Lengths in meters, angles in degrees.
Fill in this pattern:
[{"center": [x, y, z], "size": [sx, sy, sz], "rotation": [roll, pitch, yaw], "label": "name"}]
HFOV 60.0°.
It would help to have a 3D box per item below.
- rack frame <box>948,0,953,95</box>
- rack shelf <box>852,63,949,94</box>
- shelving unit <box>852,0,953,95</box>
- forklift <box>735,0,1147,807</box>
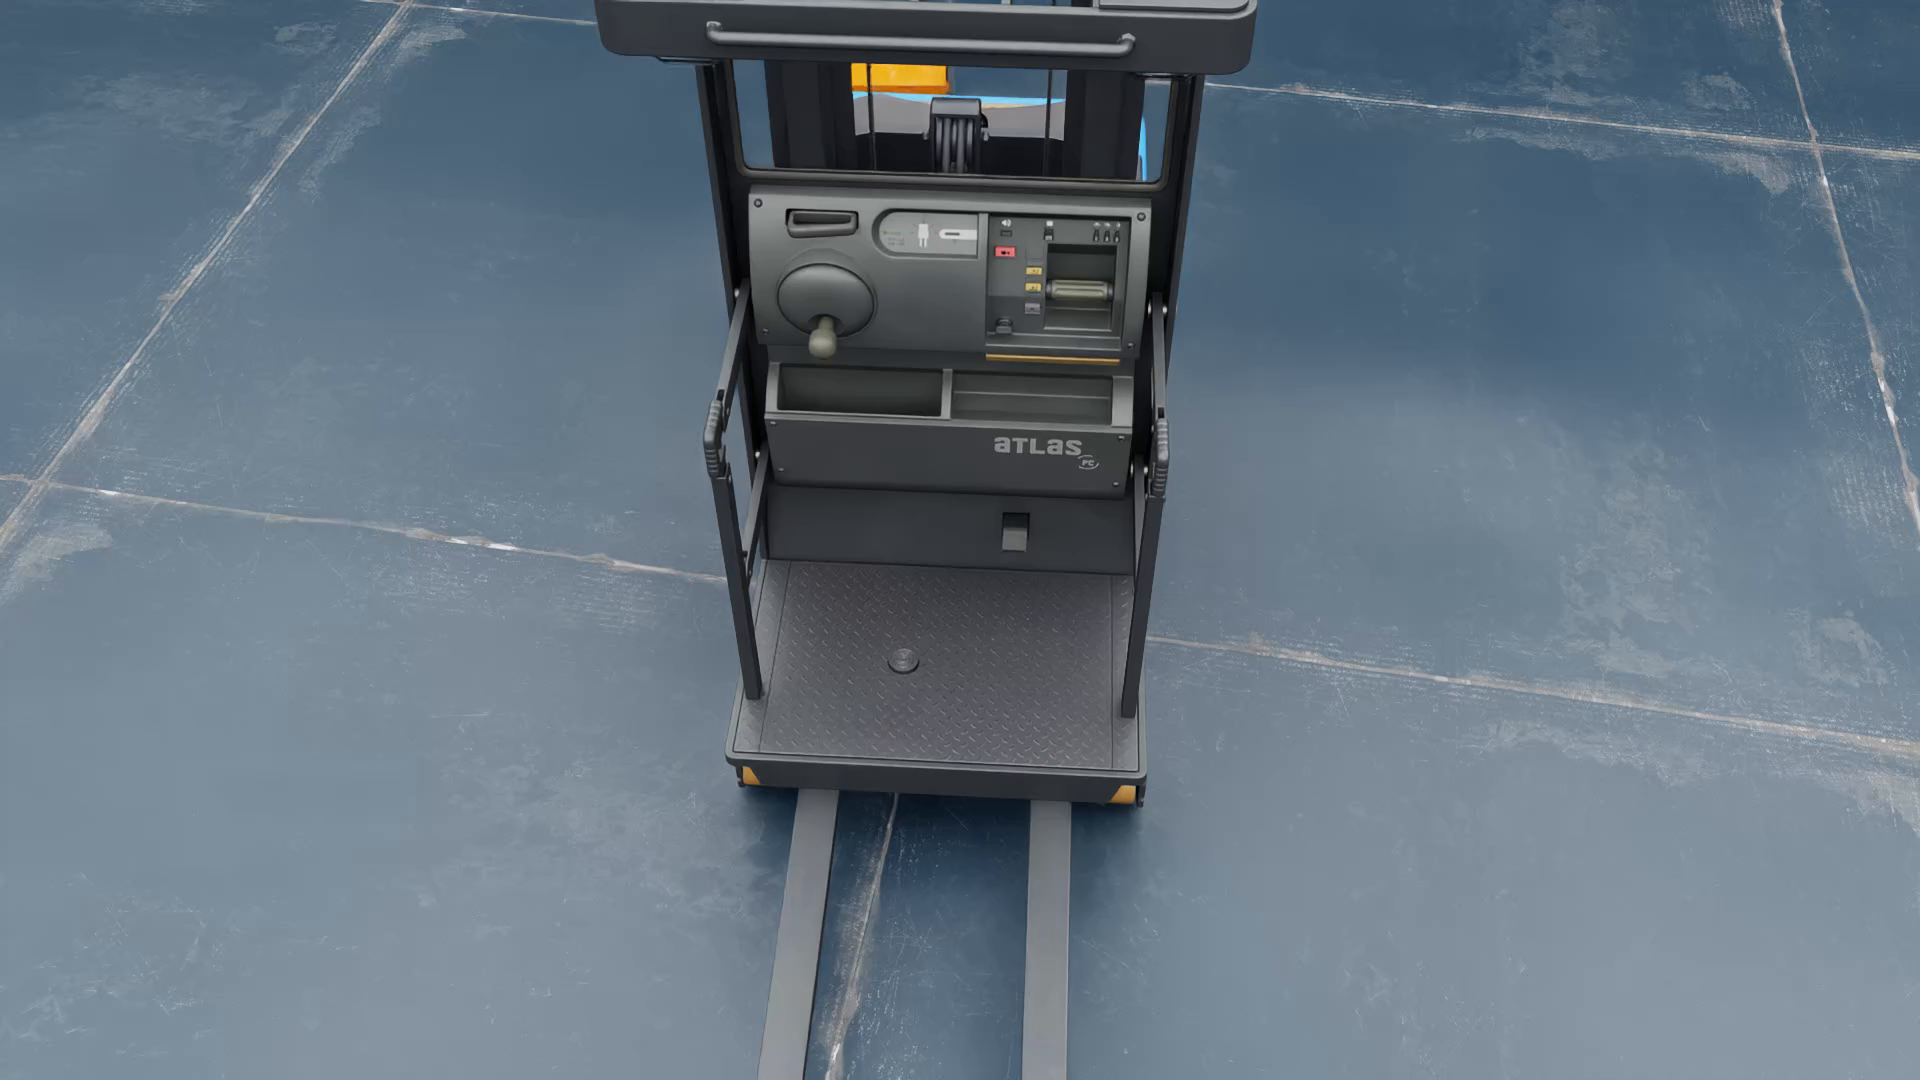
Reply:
[{"center": [-0.029, -1.176, 5.500], "size": [0.015, 1.200, 0.240], "rotation": [0, 48, 0], "label": "rack frame"}, {"center": [-0.273, -1.439, 5.208], "size": [0.480, 0.148, 0.258], "rotation": [0, 48, 0], "label": "rack shelf"}, {"center": [-0.273, -1.176, 5.500], "size": [0.503, 1.200, 0.258], "rotation": [0, 48, 0], "label": "shelving unit"}, {"center": [-0.005, -0.897, 4.128], "size": [1.129, 2.867, 1.939], "rotation": [3, 48, 2], "label": "forklift"}]
